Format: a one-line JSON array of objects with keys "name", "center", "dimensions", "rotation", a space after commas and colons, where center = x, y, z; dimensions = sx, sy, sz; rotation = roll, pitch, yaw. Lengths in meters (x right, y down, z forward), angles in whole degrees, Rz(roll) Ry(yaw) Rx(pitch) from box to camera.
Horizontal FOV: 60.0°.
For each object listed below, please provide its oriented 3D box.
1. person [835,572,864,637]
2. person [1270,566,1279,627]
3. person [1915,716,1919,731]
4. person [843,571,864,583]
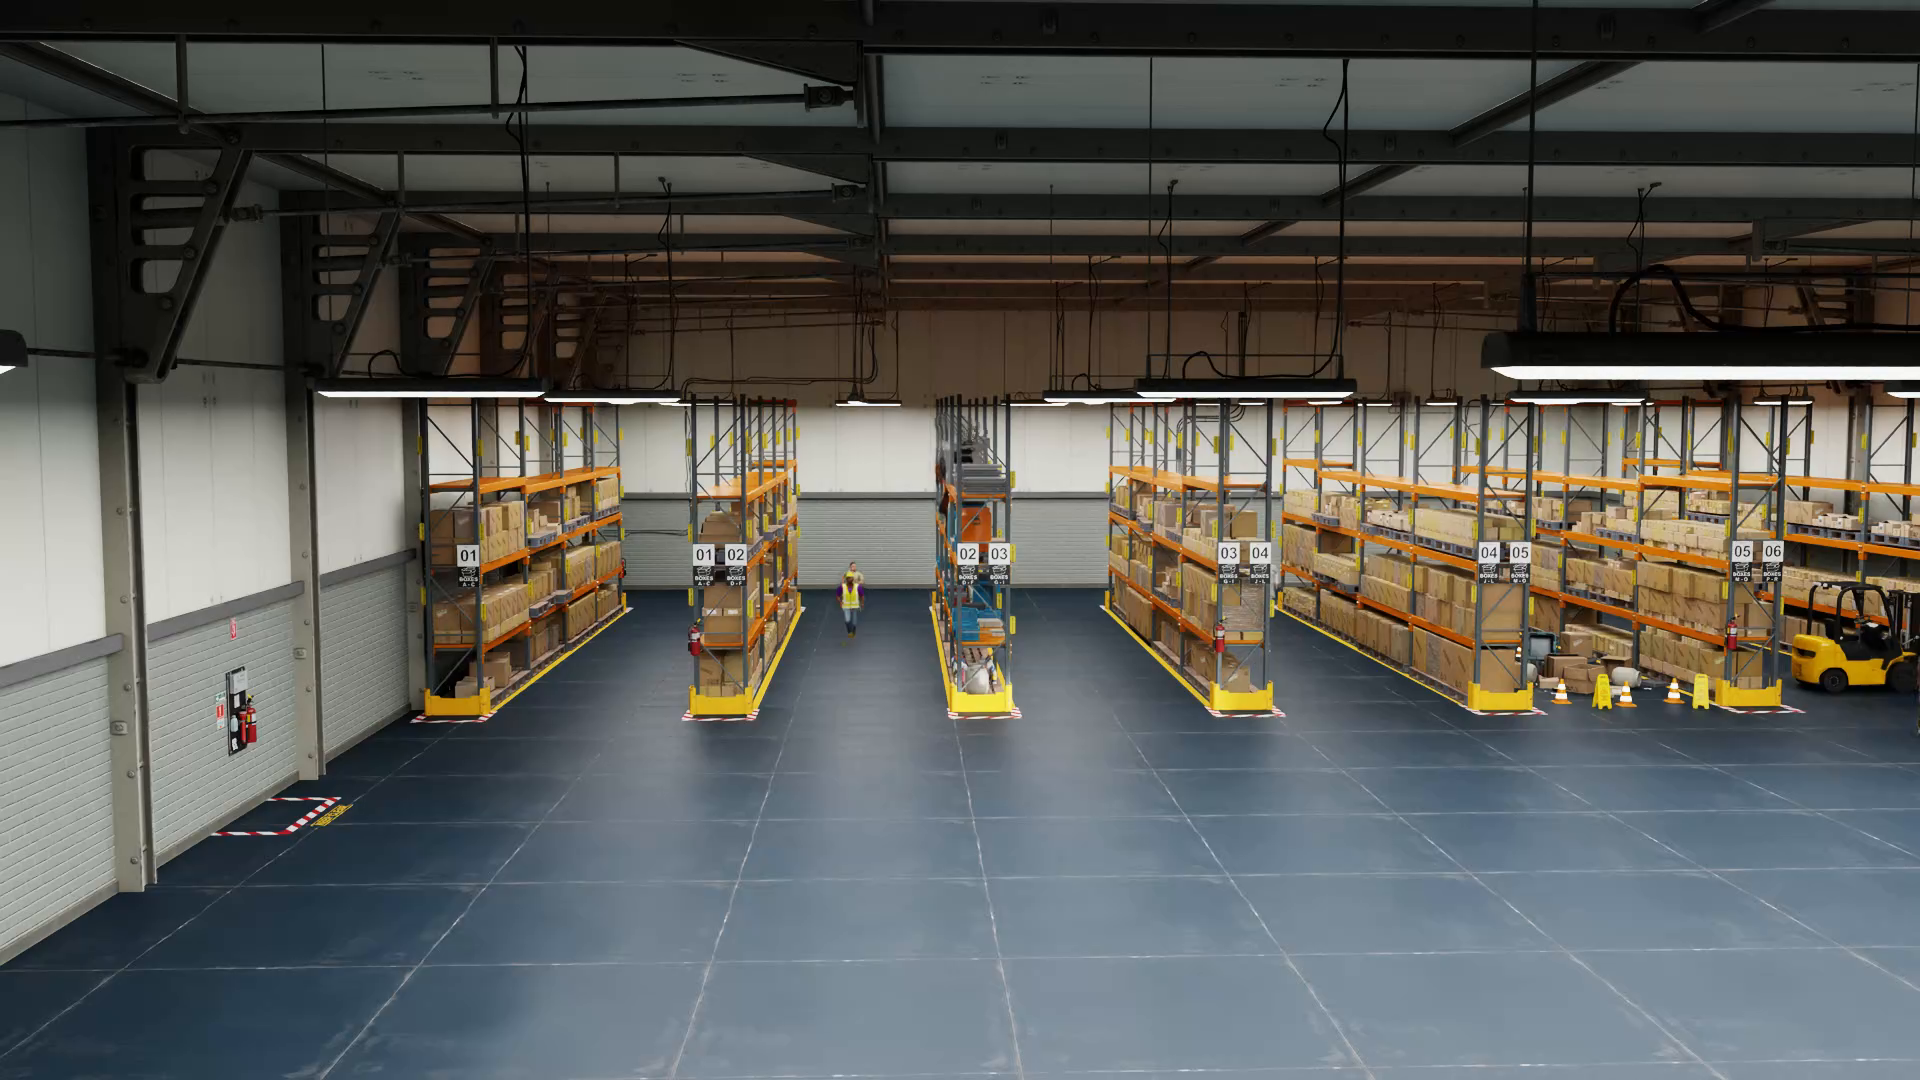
[{"name": "person", "center": [-2.632, 1.564, 39.797], "dimensions": [0.702, 1.589, 0.715], "rotation": [-1, 5, -7]}, {"name": "person", "center": [8.121, 1.360, 44.193], "dimensions": [0.740, 1.801, 1.094], "rotation": [0, 5, -3]}, {"name": "person", "center": [17.022, 2.642, 28.690], "dimensions": [0.755, 1.742, 1.073], "rotation": [-2, 5, -28]}, {"name": "person", "center": [-2.811, 1.544, 43.907], "dimensions": [0.514, 1.468, 0.853], "rotation": [-1, 5, -14]}]
